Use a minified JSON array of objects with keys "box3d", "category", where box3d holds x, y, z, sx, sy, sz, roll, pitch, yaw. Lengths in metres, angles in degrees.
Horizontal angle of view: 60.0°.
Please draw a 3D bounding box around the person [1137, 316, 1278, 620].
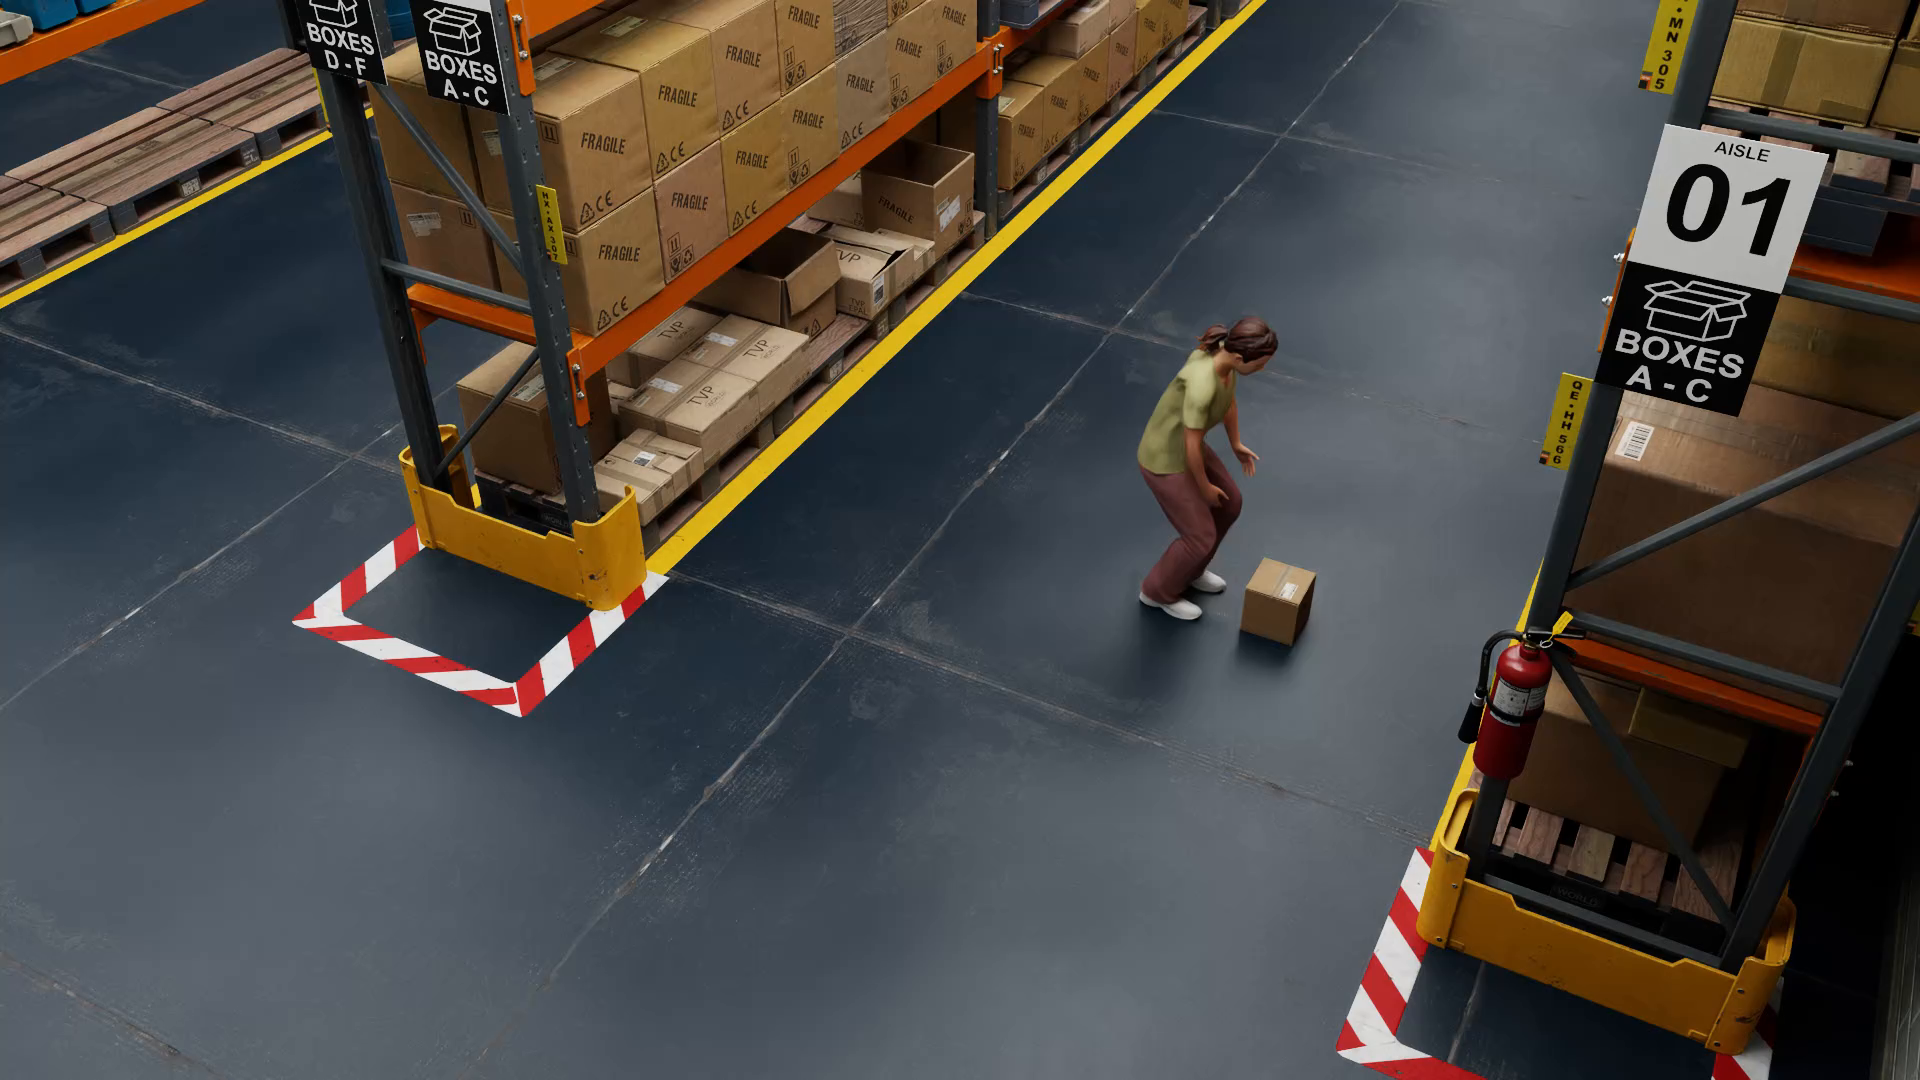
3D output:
[{"box3d":[1.066,-0.350,7.333,0.533,1.515,0.498,18,42,22],"category":"person"}]
